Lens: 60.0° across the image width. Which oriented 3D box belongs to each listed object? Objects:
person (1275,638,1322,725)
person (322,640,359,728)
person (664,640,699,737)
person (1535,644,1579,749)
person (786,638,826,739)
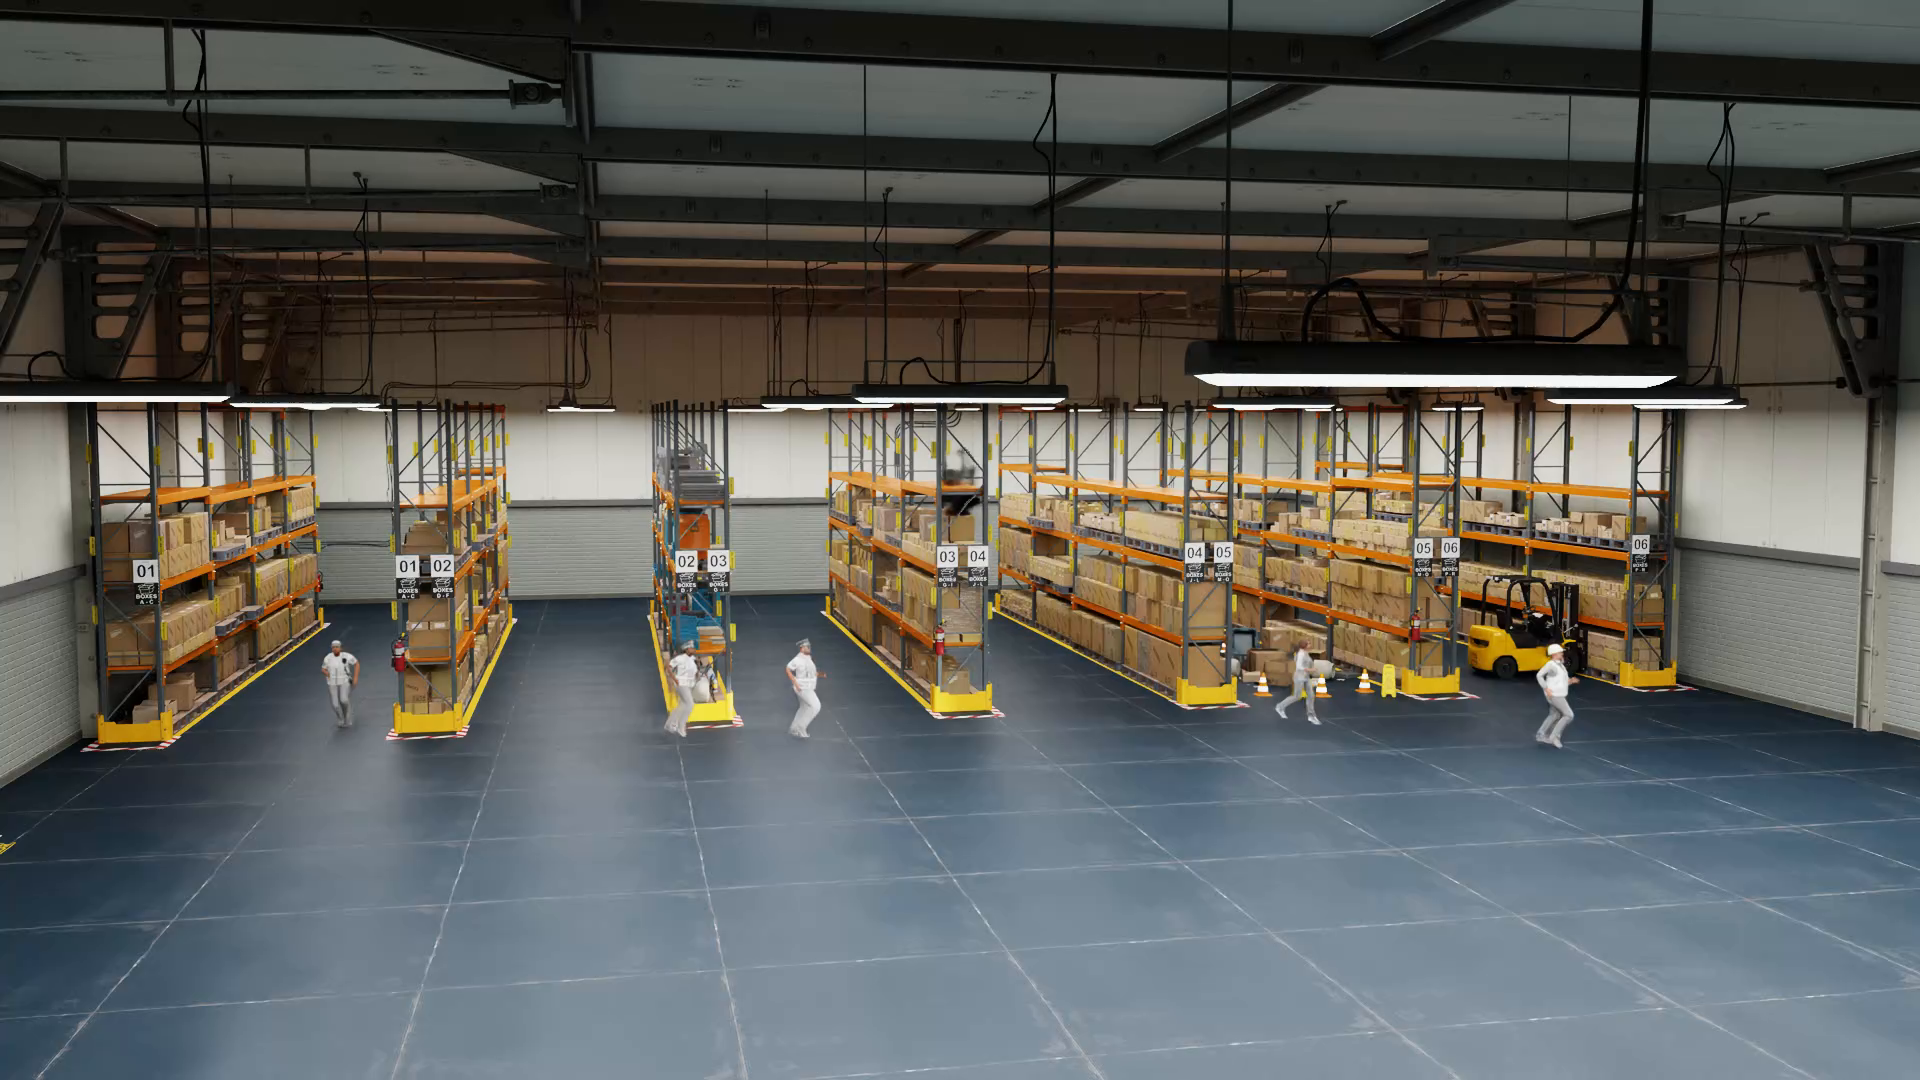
[{"bbox_3d":[6.289,2.619,30.869,0.862,1.582,0.521,2,5,30],"label":"person"},{"bbox_3d":[-11.302,2.622,30.309,0.608,1.610,0.731,0,4,-5],"label":"person"},{"bbox_3d":[-4.959,2.645,29.813,0.686,1.705,0.598,2,5,24],"label":"person"},{"bbox_3d":[10.265,2.688,28.580,0.715,1.793,0.625,3,5,32],"label":"person"},{"bbox_3d":[-2.712,2.627,29.439,0.698,1.784,0.636,1,4,9],"label":"person"}]
